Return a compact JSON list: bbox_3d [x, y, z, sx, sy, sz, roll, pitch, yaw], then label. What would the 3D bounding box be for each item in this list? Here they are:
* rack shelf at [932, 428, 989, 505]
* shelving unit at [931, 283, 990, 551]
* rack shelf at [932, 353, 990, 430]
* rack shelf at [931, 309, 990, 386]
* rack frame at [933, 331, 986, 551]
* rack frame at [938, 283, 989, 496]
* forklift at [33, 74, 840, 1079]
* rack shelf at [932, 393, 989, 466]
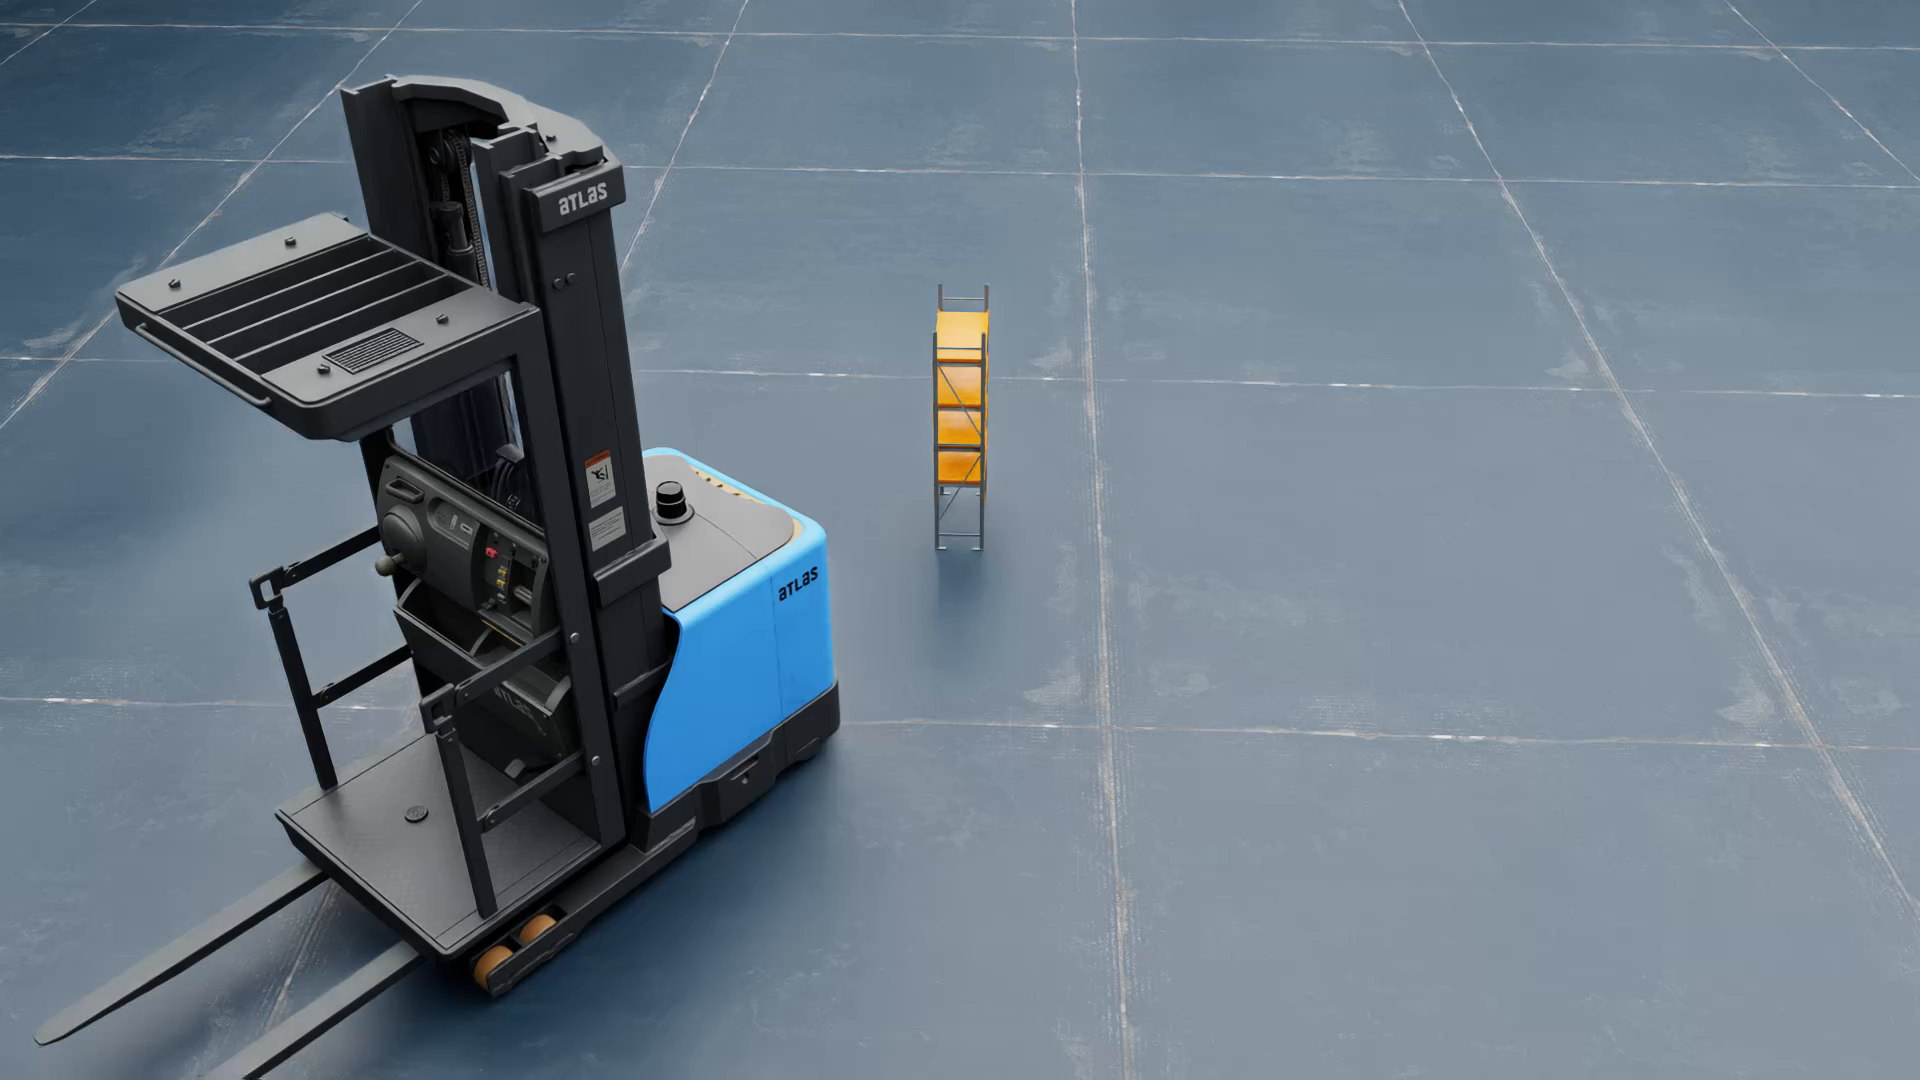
[{"bbox_3d":[0.007,-0.369,8.193,0.258,0.148,0.480,1,35,2],"label":"rack shelf"},{"bbox_3d":[0.007,-0.586,8.040,0.258,1.200,0.503,1,35,2],"label":"shelving unit"},{"bbox_3d":[0.007,-0.714,7.950,0.258,0.148,0.480,1,35,2],"label":"rack shelf"},{"bbox_3d":[0.007,-0.908,7.814,0.258,0.148,0.480,1,35,2],"label":"rack shelf"},{"bbox_3d":[-0.003,-0.446,7.841,0.240,1.200,0.015,1,35,2],"label":"rack frame"},{"bbox_3d":[0.016,-0.726,8.240,0.240,1.200,0.015,1,35,2],"label":"rack frame"},{"bbox_3d":[-1.844,0.092,5.570,1.130,2.935,3.031,26,43,32],"label":"forklift"},{"bbox_3d":[0.007,-0.531,8.079,0.258,0.148,0.480,1,35,2],"label":"rack shelf"}]
